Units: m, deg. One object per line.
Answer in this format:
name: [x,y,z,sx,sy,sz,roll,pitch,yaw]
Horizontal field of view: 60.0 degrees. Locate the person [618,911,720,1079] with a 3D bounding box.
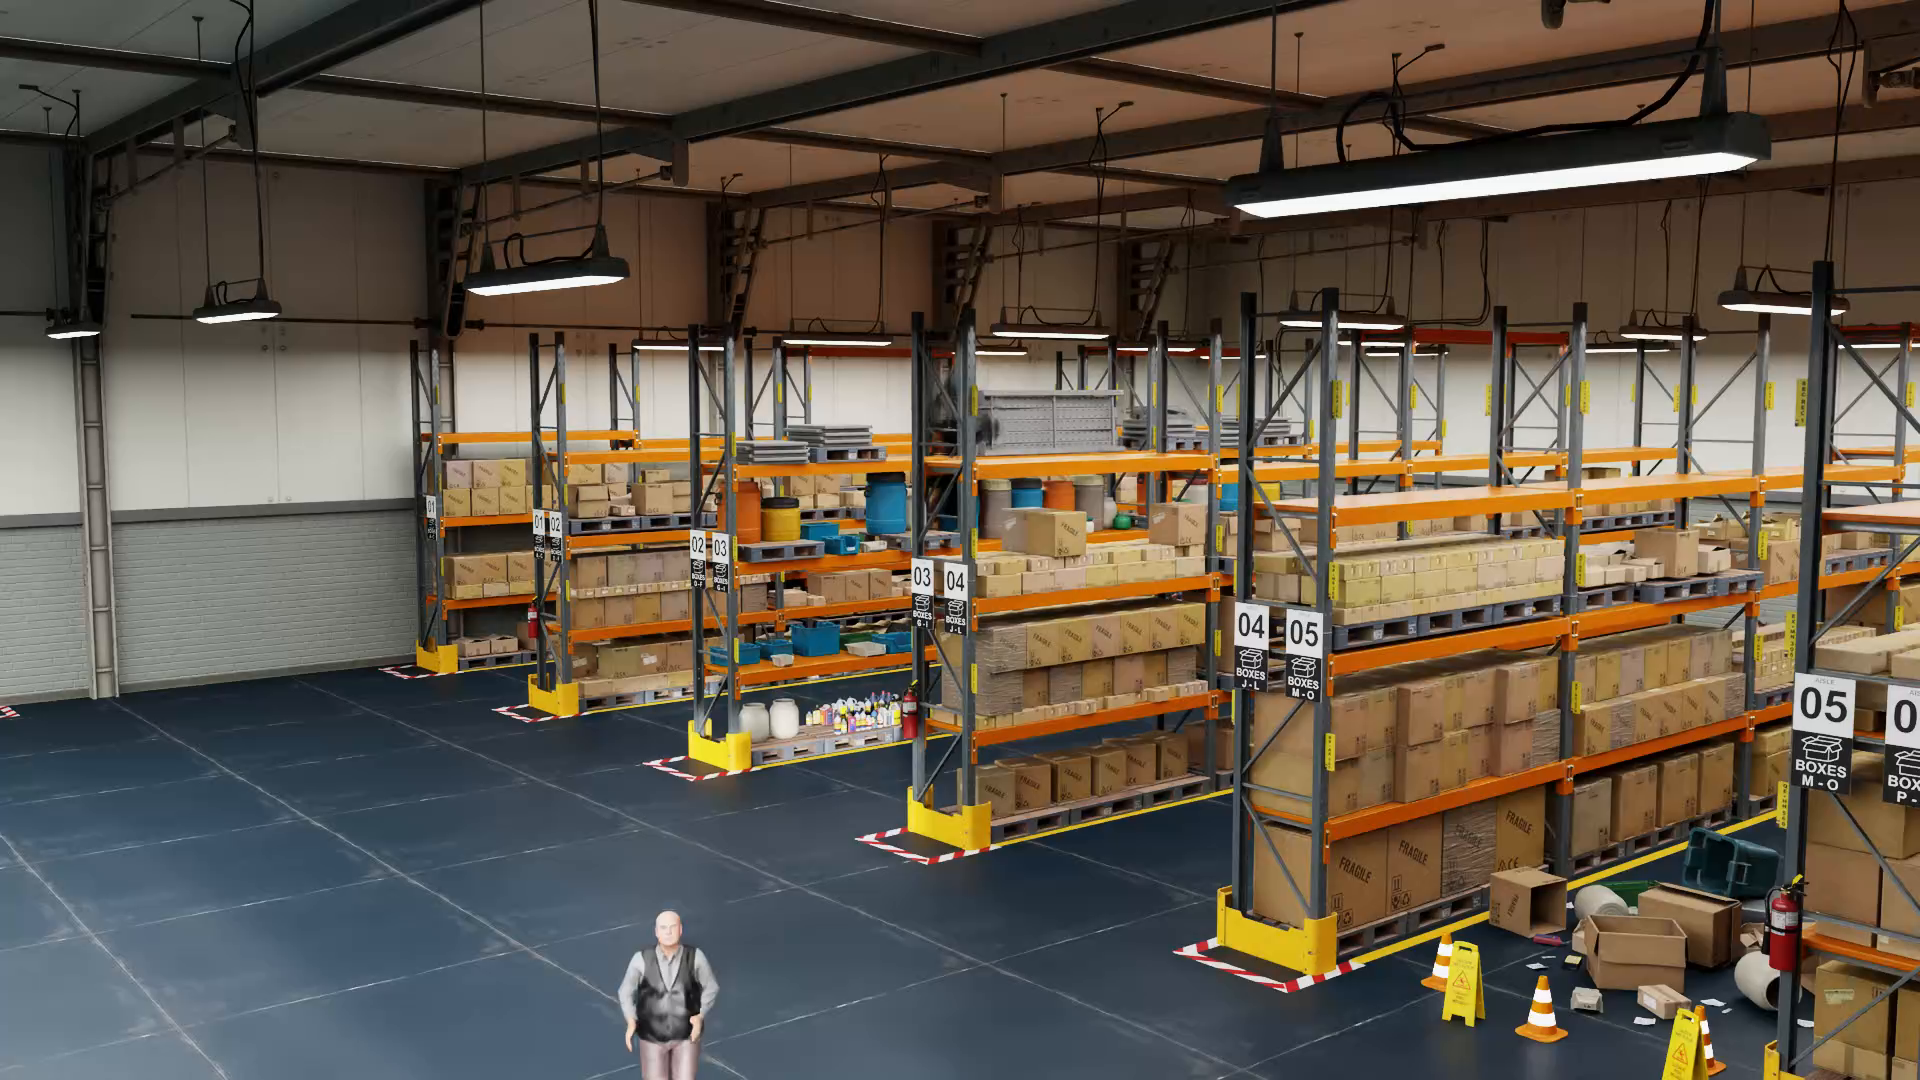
person: [-1.944,3.308,11.142,0.669,1.681,0.586,-1,5,-11]

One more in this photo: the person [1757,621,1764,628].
person: [11.953,2.035,24.912,0.950,1.675,0.586,-3,6,-32]
